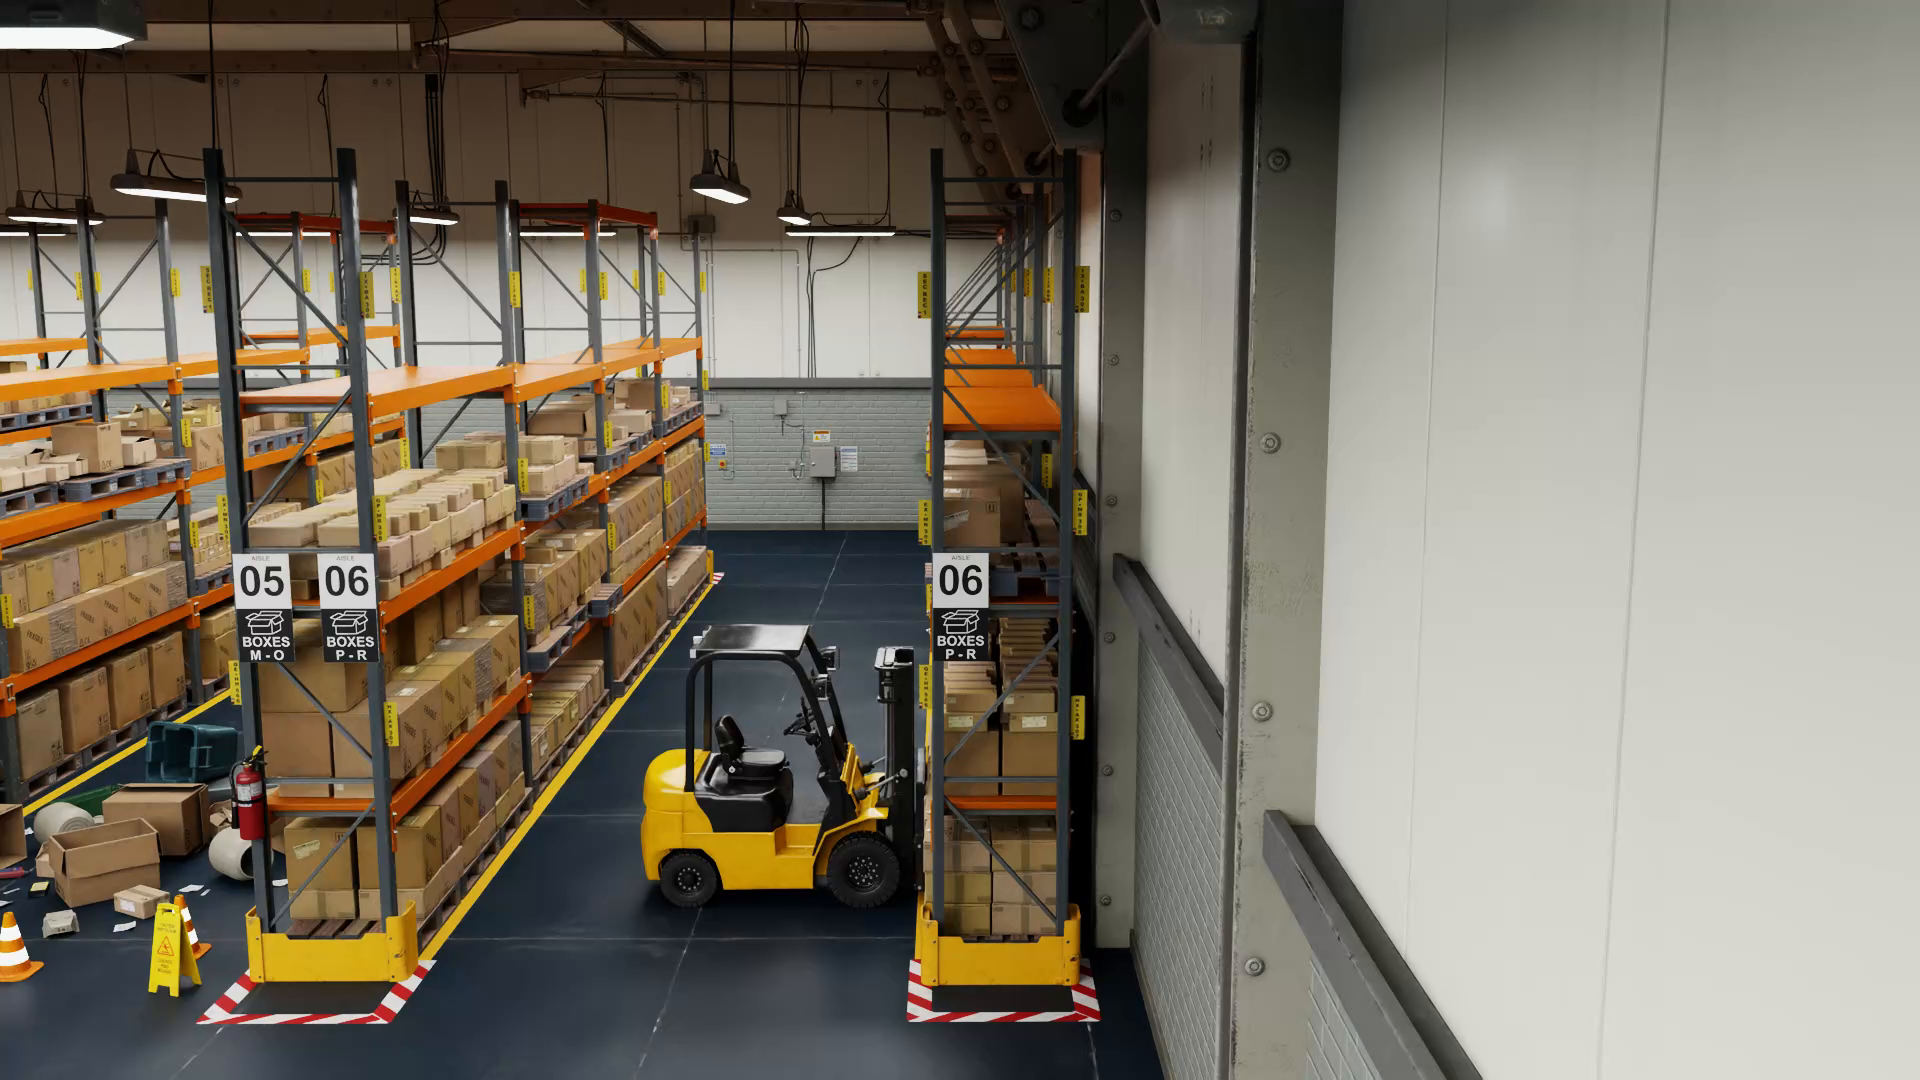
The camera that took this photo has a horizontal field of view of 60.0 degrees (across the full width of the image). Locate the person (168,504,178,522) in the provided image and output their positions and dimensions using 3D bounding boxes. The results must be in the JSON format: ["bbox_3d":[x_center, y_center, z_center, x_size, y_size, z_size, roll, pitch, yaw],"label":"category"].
[{"bbox_3d":[-11.806,0.252,25.431,0.733,1.741,0.730,0,9,3],"label":"person"}]
